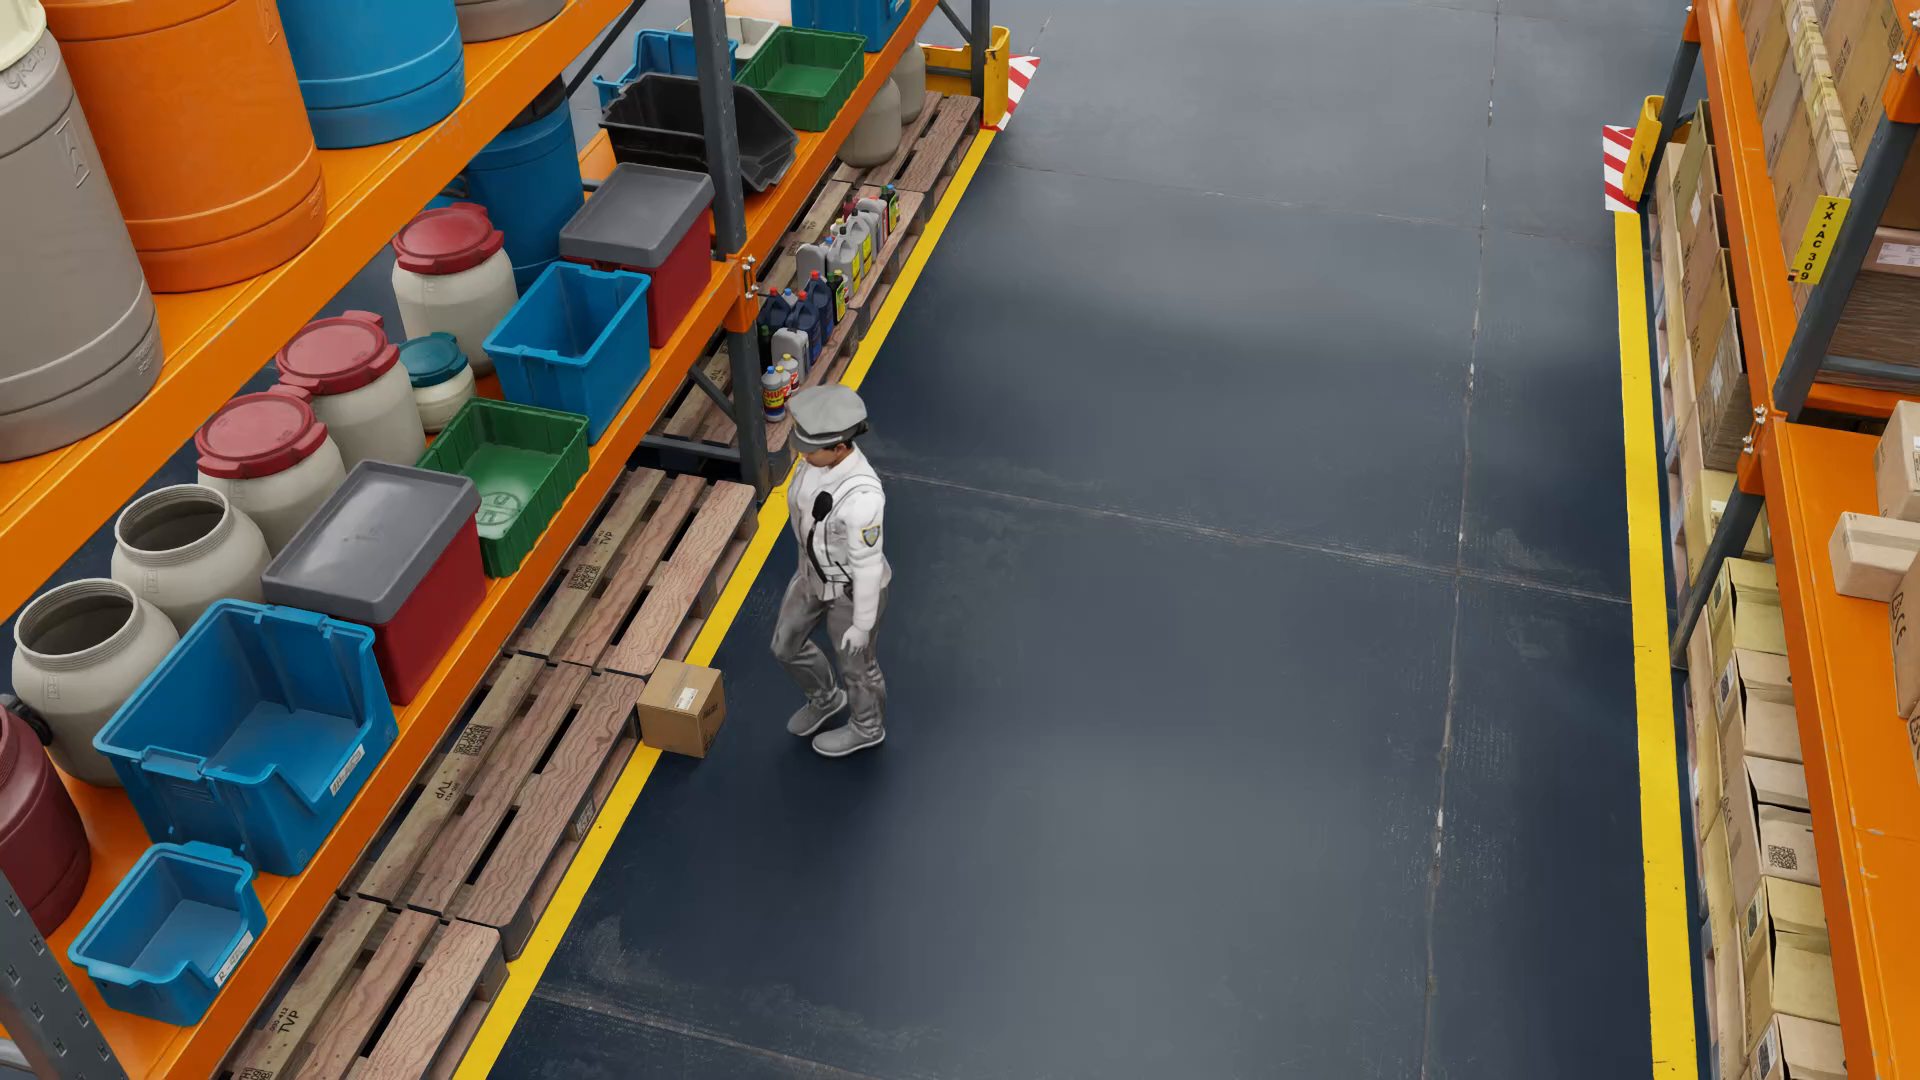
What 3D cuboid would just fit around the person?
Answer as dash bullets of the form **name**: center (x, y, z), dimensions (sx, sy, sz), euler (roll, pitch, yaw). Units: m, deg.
- **person**: center (-0.460, 0.197, 5.950), dimensions (0.414, 1.695, 0.490), euler (-20, 45, -21)
